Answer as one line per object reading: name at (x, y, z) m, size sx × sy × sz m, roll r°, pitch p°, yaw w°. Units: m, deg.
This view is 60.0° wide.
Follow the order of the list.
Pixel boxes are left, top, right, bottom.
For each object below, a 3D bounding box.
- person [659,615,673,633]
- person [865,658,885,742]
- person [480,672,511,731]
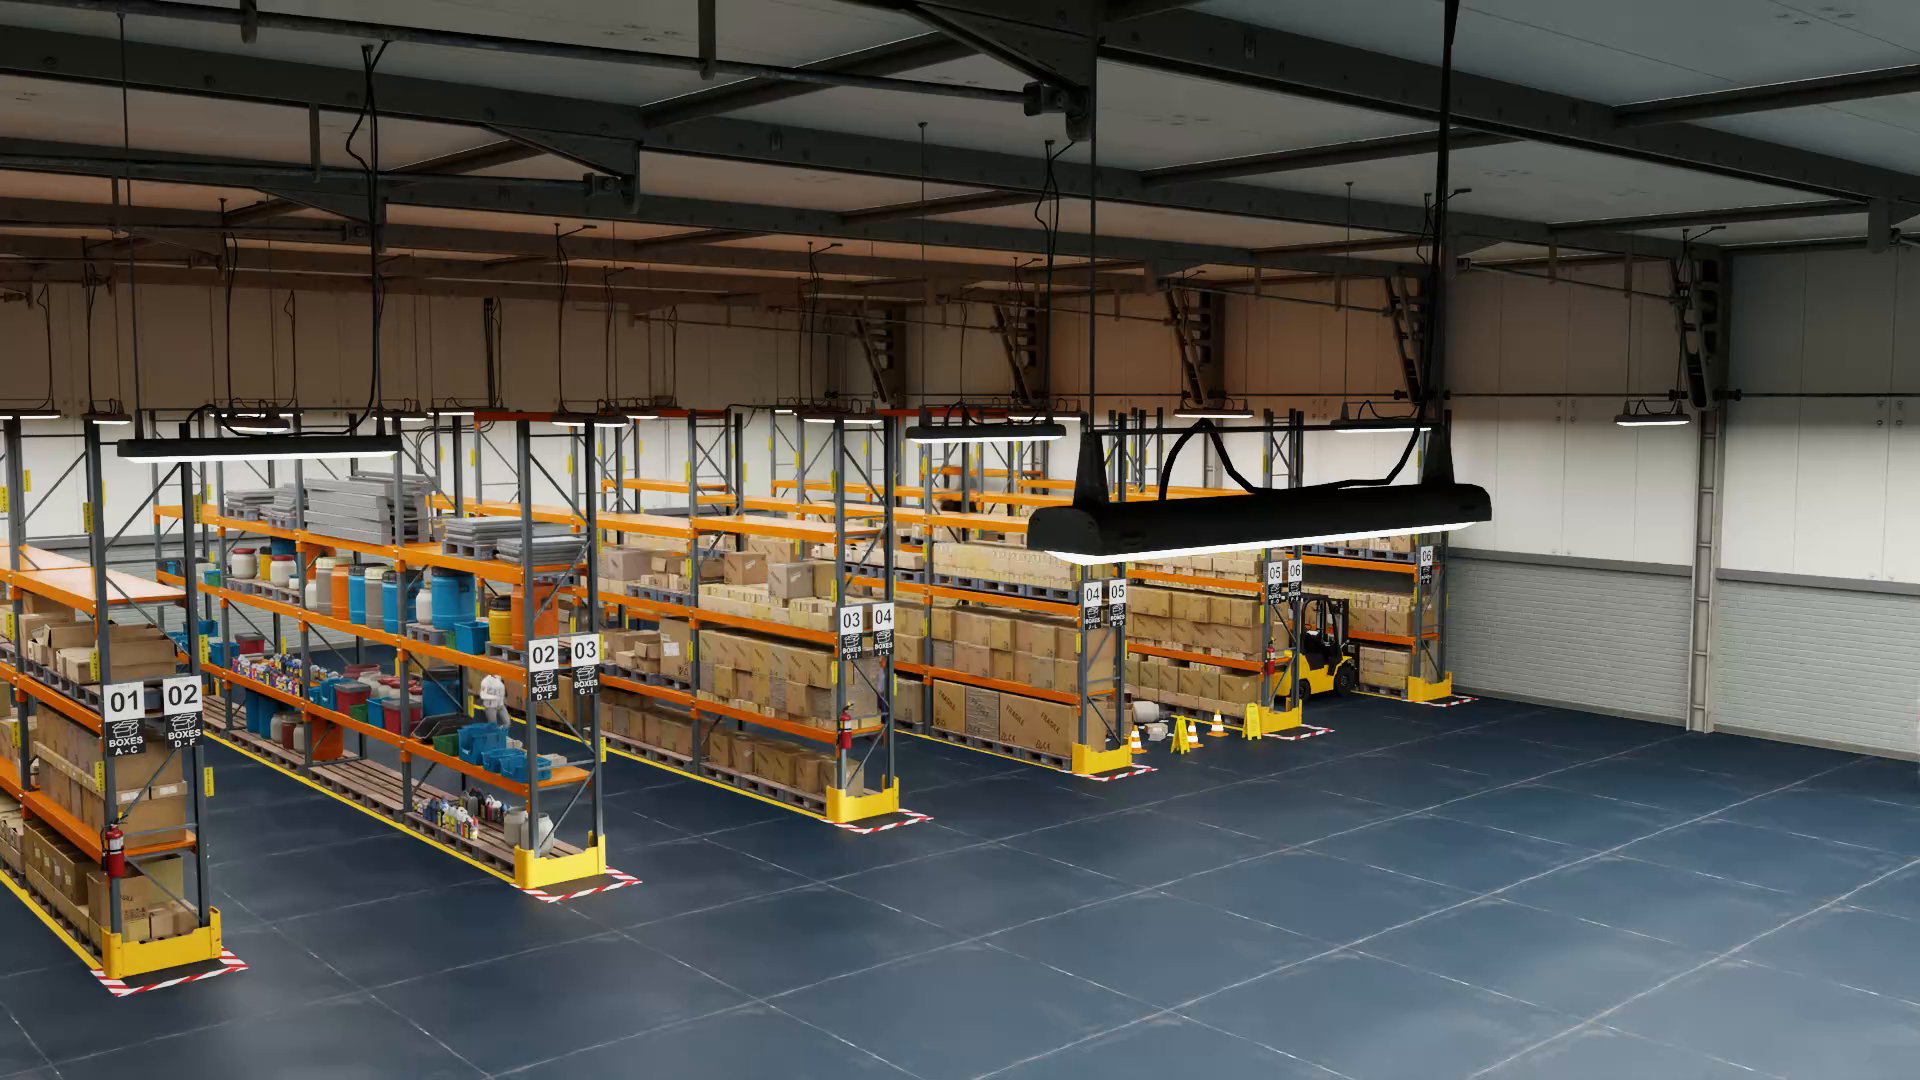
person at (-6.136, 2.427, 35.366) m, size 0.537 × 1.647 × 1.103 m, roll -5°, pitch 7°, yaw -43°
person at (-1.496, 2.882, 30.159) m, size 0.586 × 1.609 × 0.612 m, roll 5°, pitch 7°, yaw 44°
person at (-8.118, 2.929, 29.183) m, size 0.598 × 1.656 × 0.591 m, roll 4°, pitch 6°, yaw 39°
